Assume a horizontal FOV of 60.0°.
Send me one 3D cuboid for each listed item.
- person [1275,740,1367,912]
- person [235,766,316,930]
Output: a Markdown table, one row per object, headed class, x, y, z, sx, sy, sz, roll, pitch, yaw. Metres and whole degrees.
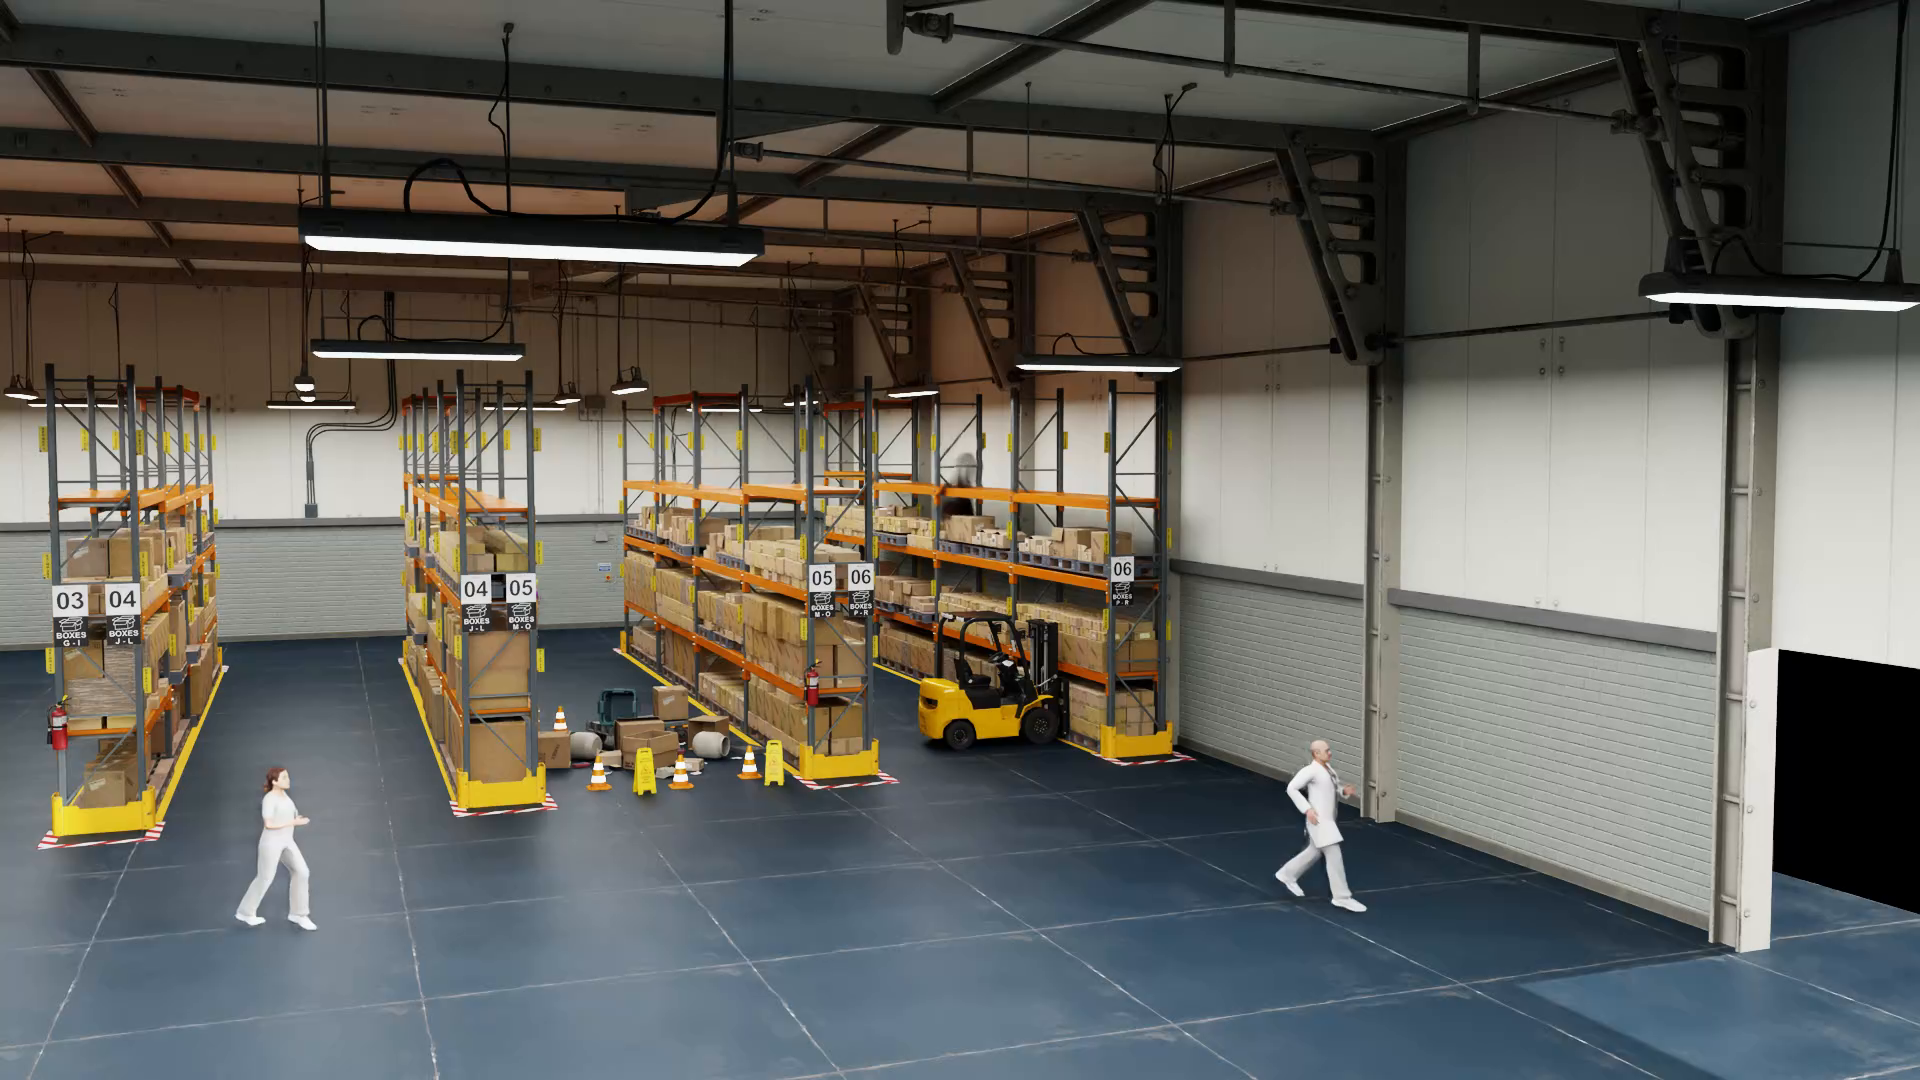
| class | x | y | z | sx | sy | sz | roll | pitch | yaw |
| --- | --- | --- | --- | --- | --- | --- | --- | --- | --- |
| person | 3.883 | 3.037 | 17.891 | 1.053 | 1.775 | 0.697 | 2 | 4 | 29 |
| person | -7.030 | 3.167 | 17.061 | 0.825 | 1.713 | 0.511 | 1 | 3 | 9 |
